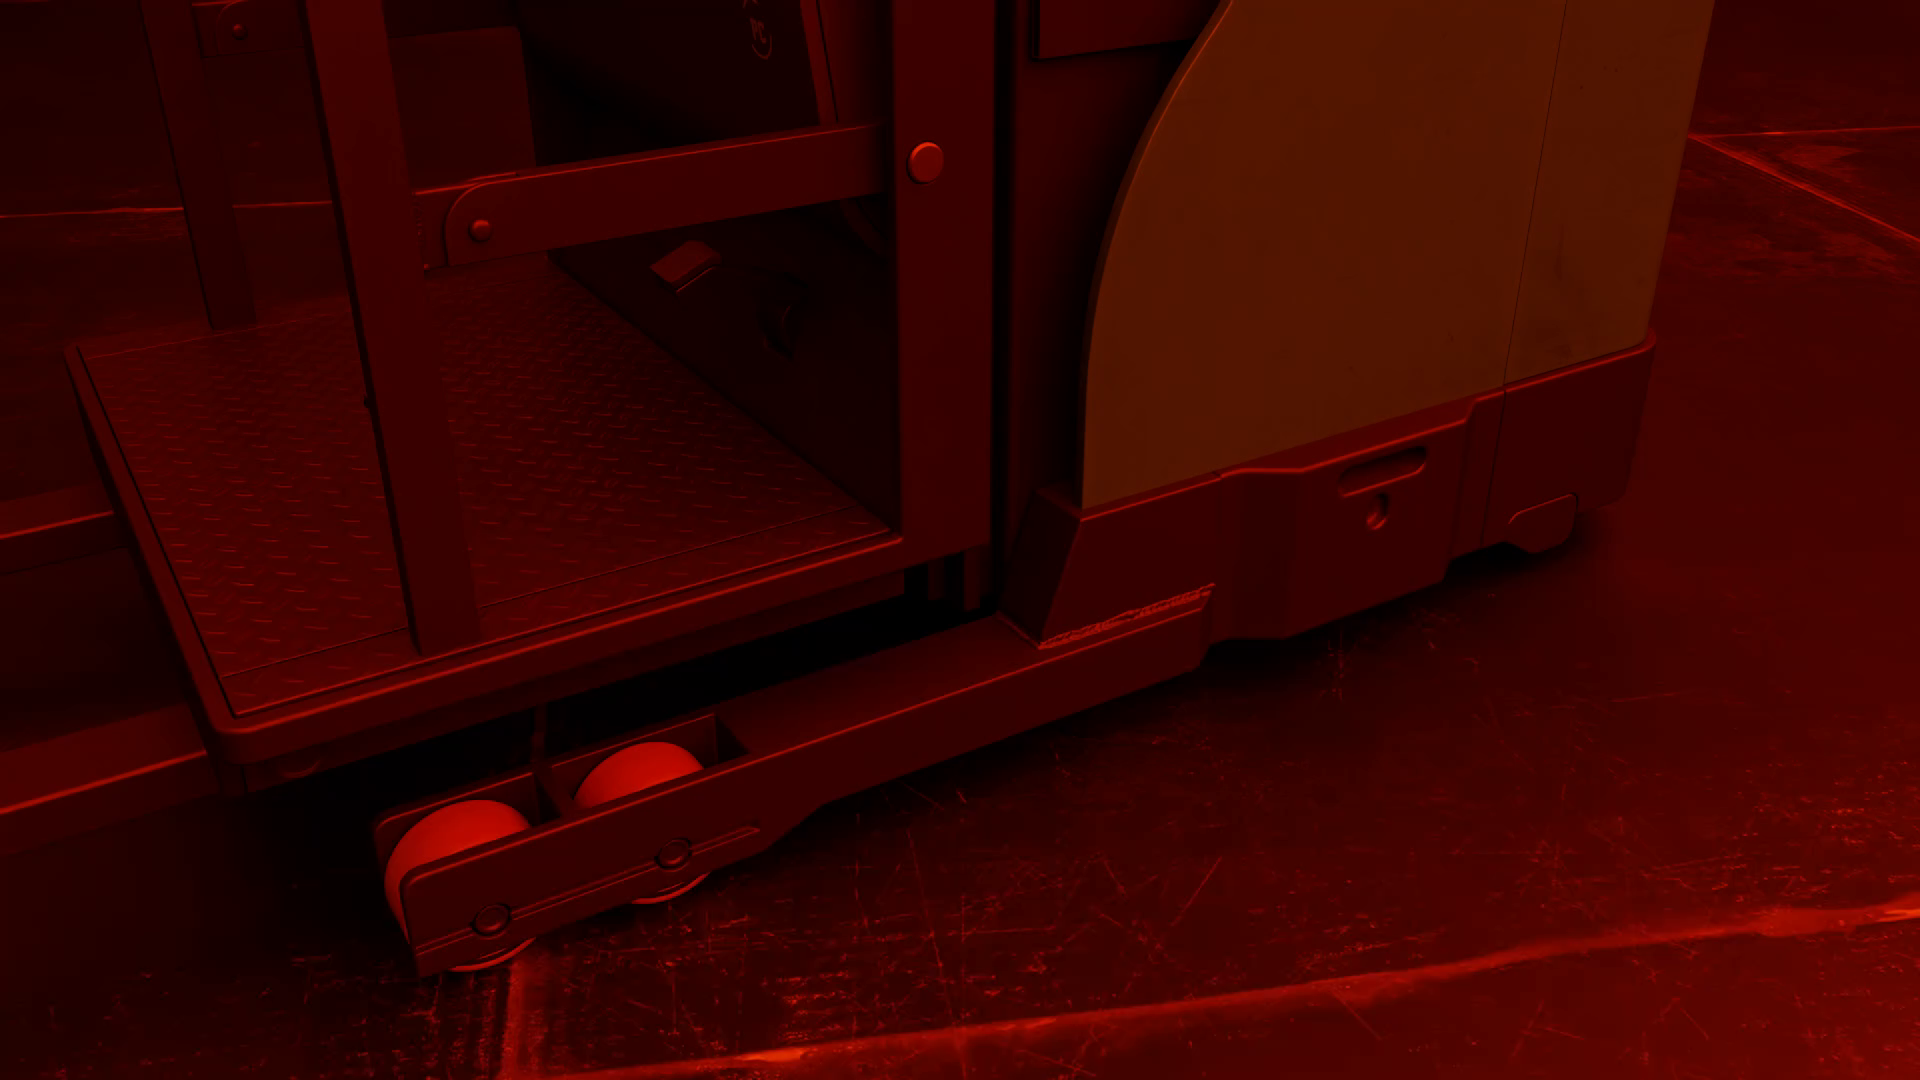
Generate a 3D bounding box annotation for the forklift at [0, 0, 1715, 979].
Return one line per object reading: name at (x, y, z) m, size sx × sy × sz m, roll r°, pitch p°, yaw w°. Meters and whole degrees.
forklift at (-0.516, -1.144, 1.529) m, size 3.031 × 2.935 × 1.130 m, roll -16°, pitch 32°, yaw -28°
